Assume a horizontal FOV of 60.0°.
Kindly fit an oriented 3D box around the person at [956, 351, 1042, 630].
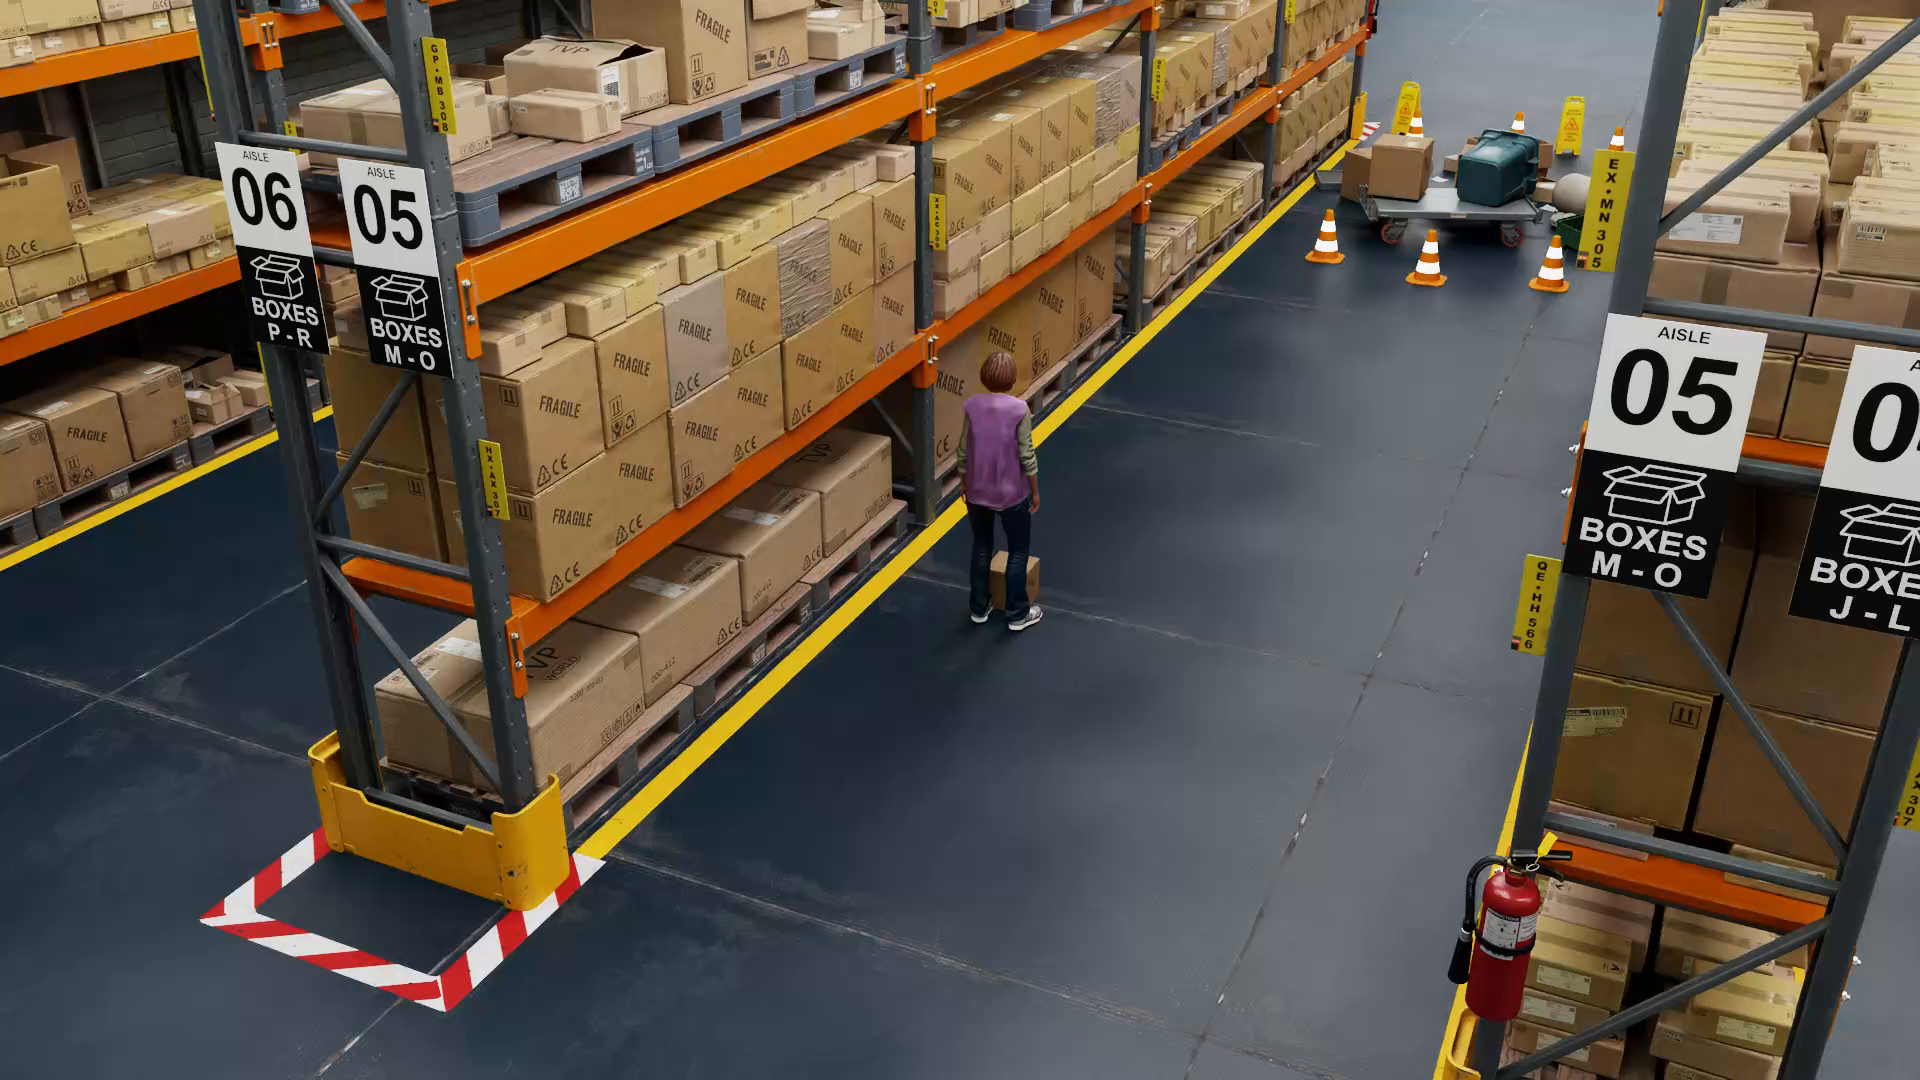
[{"bbox_3d":[0.210,-0.253,9.139,0.468,1.589,0.350,10,28,19],"label":"person"}]
